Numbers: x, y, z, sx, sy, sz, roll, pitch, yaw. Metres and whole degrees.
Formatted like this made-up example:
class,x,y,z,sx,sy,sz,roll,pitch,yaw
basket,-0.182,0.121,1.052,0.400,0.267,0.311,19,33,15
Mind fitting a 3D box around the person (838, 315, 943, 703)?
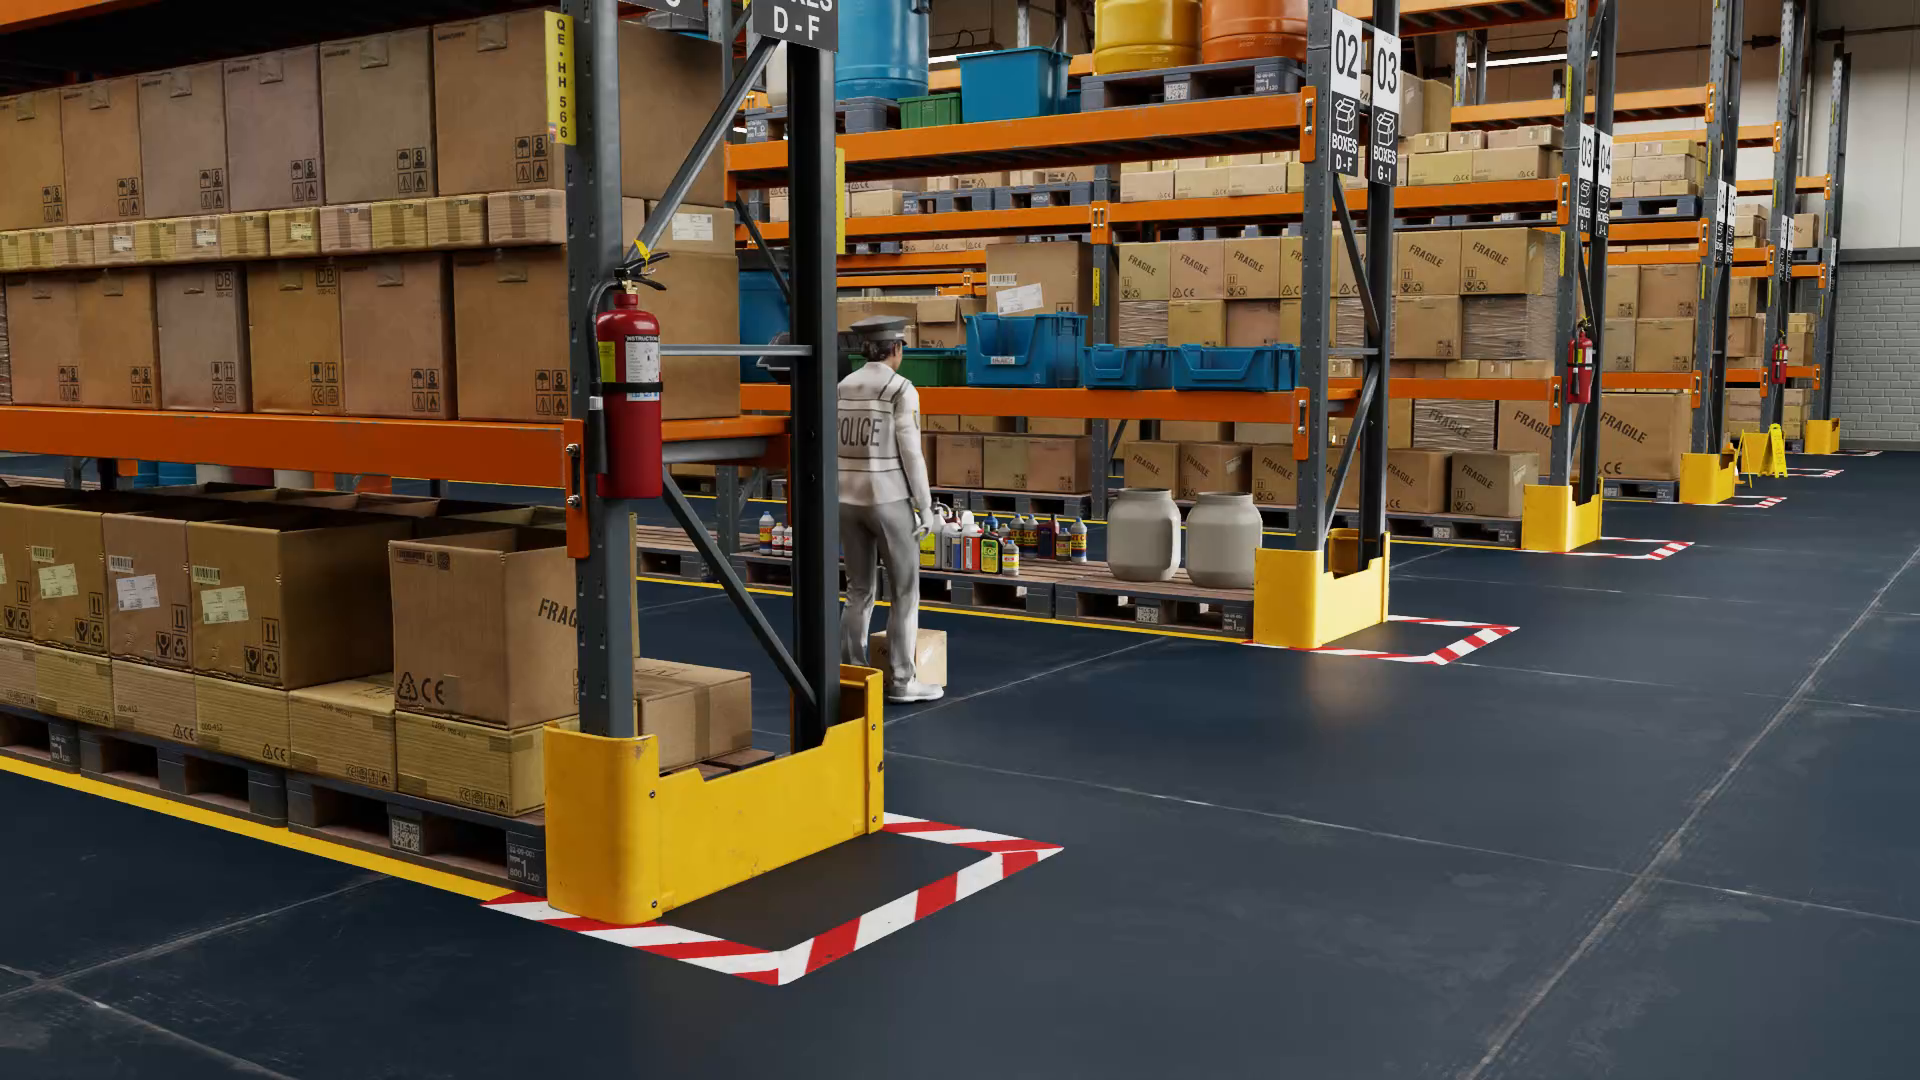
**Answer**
class,x,y,z,sx,sy,sz,roll,pitch,yaw
person,-0.355,-0.131,7.210,0.530,1.651,0.371,4,8,34
